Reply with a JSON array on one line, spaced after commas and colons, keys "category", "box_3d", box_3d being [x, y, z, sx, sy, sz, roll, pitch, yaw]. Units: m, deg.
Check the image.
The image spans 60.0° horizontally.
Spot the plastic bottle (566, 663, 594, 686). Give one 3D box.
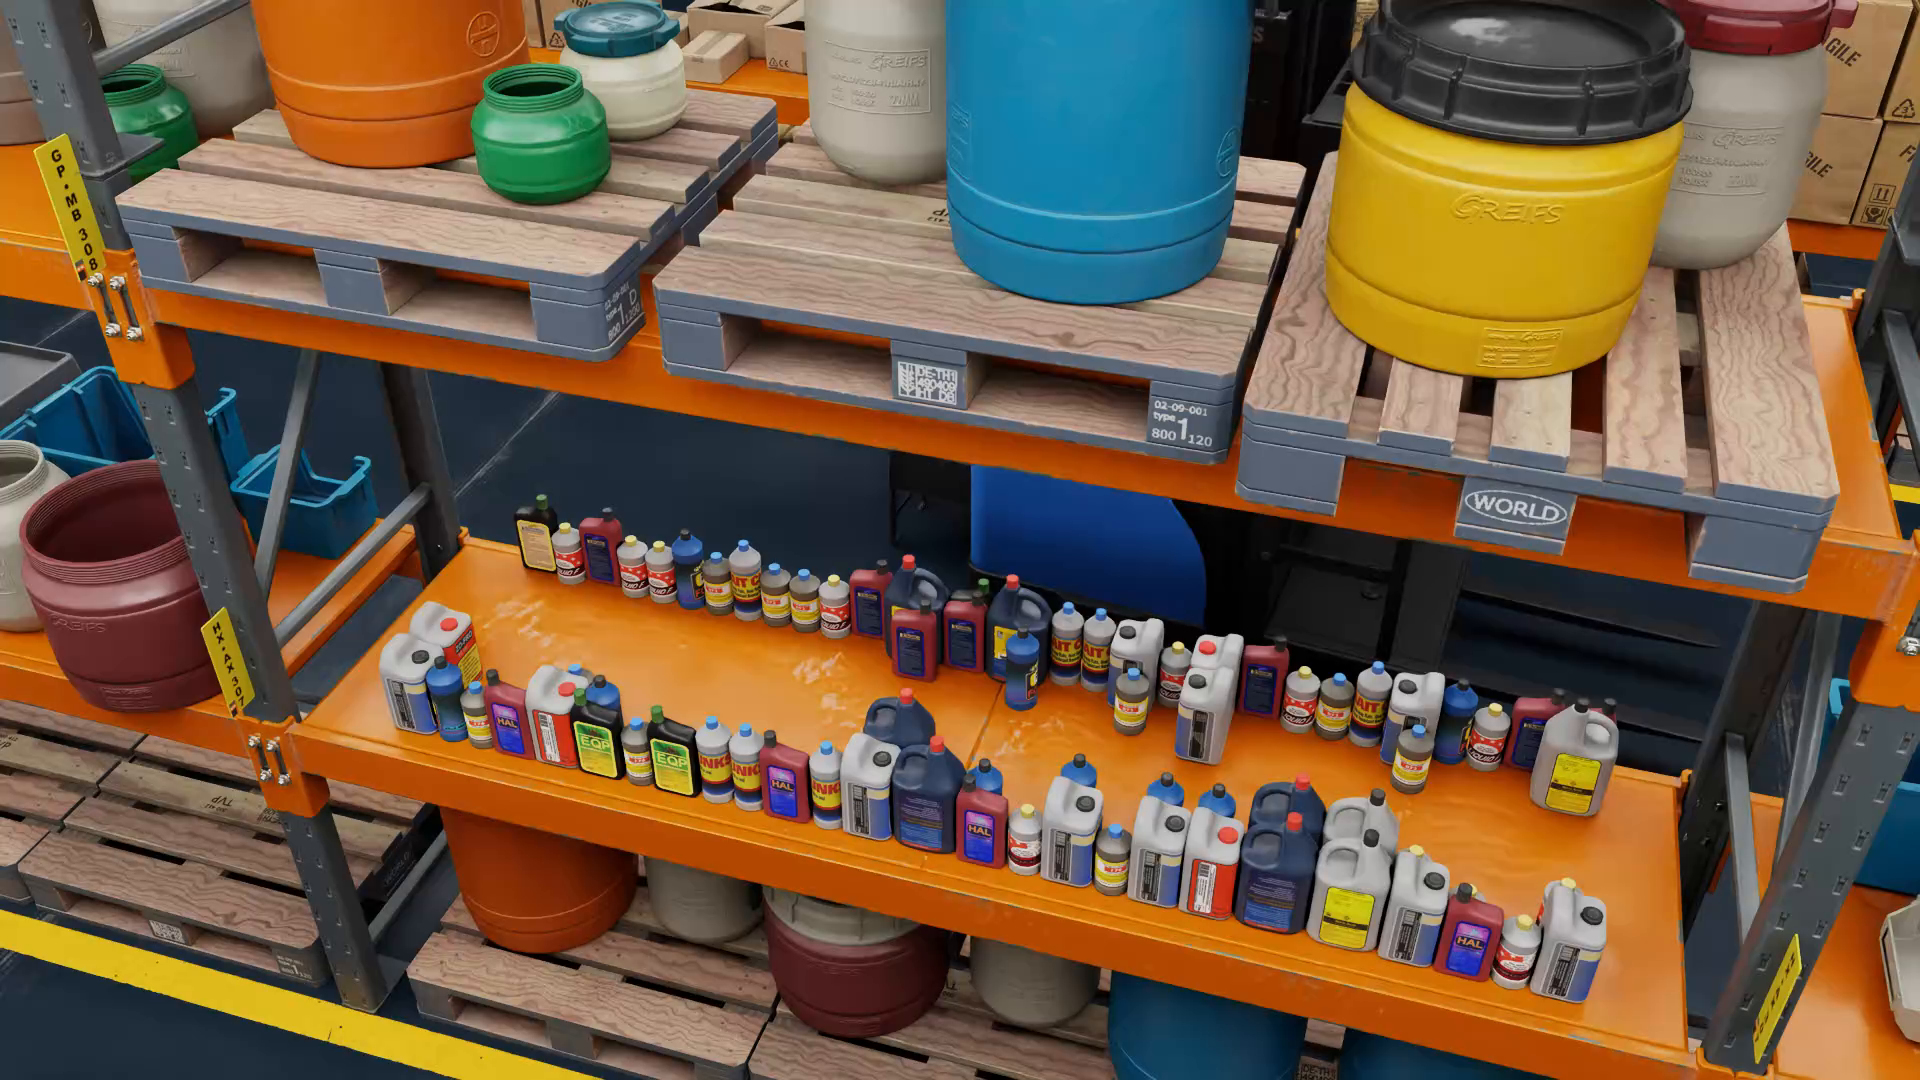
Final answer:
[{"category": "plastic bottle", "box_3d": [-1.095, 0.443, 4.786, 0.097, 0.201, 0.097, 0, 36, 0]}]

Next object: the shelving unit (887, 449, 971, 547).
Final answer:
[{"category": "shelving unit", "box_3d": [-0.017, -0.867, 7.157, 0.503, 2.100, 0.431, 14, 39, 18]}]

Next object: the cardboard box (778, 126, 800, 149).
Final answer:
[{"category": "cardboard box", "box_3d": [-0.805, -2.253, 9.773, 0.500, 0.311, 0.500, 12, 38, 15]}]

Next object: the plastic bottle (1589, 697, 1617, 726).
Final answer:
[{"category": "plastic bottle", "box_3d": [1.722, 0.543, 4.580, 0.133, 0.283, 0.061, 10, 38, 14]}]

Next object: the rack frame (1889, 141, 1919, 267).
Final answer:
[{"category": "rack frame", "box_3d": [1.945, -1.614, 2.351, 0.127, 3.000, 1.000, 10, 38, 14]}]

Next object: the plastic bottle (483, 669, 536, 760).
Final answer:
[{"category": "plastic bottle", "box_3d": [-1.256, 0.486, 4.658, 0.133, 0.283, 0.061, 10, 38, 14]}]

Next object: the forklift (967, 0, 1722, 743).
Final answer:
[{"category": "forklift", "box_3d": [1.599, -0.758, 6.307, 3.031, 2.935, 1.130, 14, 39, 18]}]

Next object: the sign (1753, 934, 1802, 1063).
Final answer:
[{"category": "sign", "box_3d": [1.779, 1.002, 3.625, 0.005, 0.325, 0.100, 10, 38, 14]}]

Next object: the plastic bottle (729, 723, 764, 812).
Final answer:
[{"category": "plastic bottle", "box_3d": [-0.572, 0.606, 4.505, 0.097, 0.271, 0.097, 0, 36, 0]}]

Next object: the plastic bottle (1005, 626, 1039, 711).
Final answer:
[{"category": "plastic bottle", "box_3d": [0.180, 0.363, 4.834, 0.097, 0.271, 0.097, 0, 36, 0]}]

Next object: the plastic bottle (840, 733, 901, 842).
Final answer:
[{"category": "plastic bottle", "box_3d": [-0.233, 0.650, 4.441, 0.135, 0.276, 0.152, 10, 38, 14]}]

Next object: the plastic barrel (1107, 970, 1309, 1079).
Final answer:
[{"category": "plastic barrel", "box_3d": [0.755, 1.247, 4.941, 0.708, 0.901, 0.600, 10, 38, 14]}]

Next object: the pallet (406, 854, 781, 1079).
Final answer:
[{"category": "pallet", "box_3d": [-1.108, 1.334, 5.759, 1.213, 0.211, 1.003, 10, 38, 14]}]

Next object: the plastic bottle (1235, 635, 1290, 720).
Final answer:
[{"category": "plastic bottle", "box_3d": [0.875, 0.386, 4.793, 0.133, 0.283, 0.061, 10, 38, 14]}]

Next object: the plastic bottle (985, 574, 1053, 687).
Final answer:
[{"category": "plastic bottle", "box_3d": [0.175, 0.255, 4.914, 0.185, 0.351, 0.144, 10, 38, 14]}]

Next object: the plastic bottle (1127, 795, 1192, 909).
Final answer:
[{"category": "plastic bottle", "box_3d": [0.514, 0.788, 4.253, 0.135, 0.276, 0.152, 10, 38, 14]}]

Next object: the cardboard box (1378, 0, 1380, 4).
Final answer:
[{"category": "cardboard box", "box_3d": [2.365, -2.505, 8.184, 0.500, 0.500, 0.700, 16, 39, 21]}]

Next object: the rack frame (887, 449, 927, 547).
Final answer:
[{"category": "rack frame", "box_3d": [-0.242, -0.923, 7.232, 0.015, 2.100, 0.400, 14, 39, 18]}]

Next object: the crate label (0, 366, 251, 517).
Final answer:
[{"category": "crate label", "box_3d": [-2.741, -0.247, 5.526, 0.616, 0.435, 0.502, 10, 38, 14]}]

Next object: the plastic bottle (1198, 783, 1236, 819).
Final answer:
[{"category": "plastic bottle", "box_3d": [0.662, 0.740, 4.323, 0.097, 0.271, 0.097, 0, 36, 0]}]

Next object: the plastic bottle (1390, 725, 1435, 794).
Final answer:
[{"category": "plastic bottle", "box_3d": [1.248, 0.594, 4.580, 0.097, 0.201, 0.097, 0, 36, 0]}]

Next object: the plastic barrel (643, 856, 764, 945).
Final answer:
[{"category": "plastic barrel", "box_3d": [-0.835, 1.054, 5.532, 0.421, 0.512, 0.421, 0, 36, 0]}]

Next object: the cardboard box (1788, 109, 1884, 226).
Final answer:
[{"category": "cardboard box", "box_3d": [3.831, -1.796, 7.575, 0.500, 0.500, 0.500, 11, 38, 15]}]

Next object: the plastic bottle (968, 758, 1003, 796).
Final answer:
[{"category": "plastic bottle", "box_3d": [0.065, 0.686, 4.396, 0.097, 0.271, 0.097, 0, 36, 0]}]

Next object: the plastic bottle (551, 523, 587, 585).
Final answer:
[{"category": "plastic bottle", "box_3d": [-1.255, 0.036, 5.338, 0.097, 0.201, 0.097, 0, 36, 0]}]

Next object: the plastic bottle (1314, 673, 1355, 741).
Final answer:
[{"category": "plastic bottle", "box_3d": [1.072, 0.467, 4.752, 0.097, 0.201, 0.097, 0, 36, 0]}]

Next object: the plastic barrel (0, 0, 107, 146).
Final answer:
[{"category": "plastic barrel", "box_3d": [-2.592, -1.582, 4.416, 0.600, 0.901, 0.600, 0, 36, 0]}]

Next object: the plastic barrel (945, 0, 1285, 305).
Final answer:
[{"category": "plastic barrel", "box_3d": [0.270, -0.992, 3.259, 0.708, 0.901, 0.600, 10, 38, 14]}]

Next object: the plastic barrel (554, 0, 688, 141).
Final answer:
[{"category": "plastic barrel", "box_3d": [-0.806, -1.119, 3.972, 0.301, 0.262, 0.301, 0, 36, 0]}]

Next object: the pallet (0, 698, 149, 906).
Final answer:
[{"category": "pallet", "box_3d": [-3.761, 0.843, 6.427, 1.213, 0.211, 1.003, 10, 38, 14]}]

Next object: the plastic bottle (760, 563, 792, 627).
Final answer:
[{"category": "plastic bottle", "box_3d": [-0.570, 0.163, 5.165, 0.097, 0.201, 0.097, 0, 36, 0]}]

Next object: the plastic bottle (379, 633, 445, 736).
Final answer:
[{"category": "plastic bottle", "box_3d": [-1.556, 0.405, 4.774, 0.135, 0.276, 0.152, 10, 38, 14]}]

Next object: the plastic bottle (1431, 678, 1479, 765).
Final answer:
[{"category": "plastic bottle", "box_3d": [1.387, 0.497, 4.652, 0.097, 0.271, 0.097, 0, 36, 0]}]

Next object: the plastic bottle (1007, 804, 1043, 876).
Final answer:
[{"category": "plastic bottle", "box_3d": [0.174, 0.772, 4.338, 0.097, 0.201, 0.097, 0, 36, 0]}]

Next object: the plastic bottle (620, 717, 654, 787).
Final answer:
[{"category": "plastic bottle", "box_3d": [-0.885, 0.576, 4.604, 0.097, 0.201, 0.097, 0, 36, 0]}]

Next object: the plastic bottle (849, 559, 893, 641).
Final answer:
[{"category": "plastic bottle", "box_3d": [-0.269, 0.175, 5.081, 0.133, 0.283, 0.061, 10, 38, 14]}]

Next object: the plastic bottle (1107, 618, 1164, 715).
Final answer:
[{"category": "plastic bottle", "box_3d": [0.512, 0.350, 4.848, 0.135, 0.276, 0.152, 10, 38, 14]}]

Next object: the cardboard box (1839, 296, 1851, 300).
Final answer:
[{"category": "cardboard box", "box_3d": [4.770, -1.021, 8.504, 0.500, 0.311, 0.500, 10, 38, 14]}]

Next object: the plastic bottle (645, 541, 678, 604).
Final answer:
[{"category": "plastic bottle", "box_3d": [-0.942, 0.094, 5.259, 0.097, 0.201, 0.097, 0, 36, 0]}]

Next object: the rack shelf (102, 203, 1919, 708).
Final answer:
[{"category": "rack shelf", "box_3d": [0.036, -0.469, 3.934, 4.000, 0.370, 1.077, 10, 38, 14]}]

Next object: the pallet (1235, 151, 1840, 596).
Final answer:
[{"category": "pallet", "box_3d": [1.168, -0.413, 3.409, 1.003, 0.211, 1.213, 10, 38, 14]}]

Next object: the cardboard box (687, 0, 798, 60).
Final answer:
[{"category": "cardboard box", "box_3d": [-1.188, -2.938, 9.287, 0.500, 0.311, 0.500, 10, 38, 13]}]

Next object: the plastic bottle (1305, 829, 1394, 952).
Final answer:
[{"category": "plastic bottle", "box_3d": [0.970, 0.845, 4.113, 0.185, 0.351, 0.144, 10, 38, 14]}]

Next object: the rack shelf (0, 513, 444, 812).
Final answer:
[{"category": "rack shelf", "box_3d": [-3.782, 0.032, 5.783, 4.000, 0.370, 1.077, 10, 38, 14]}]

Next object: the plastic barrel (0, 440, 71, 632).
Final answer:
[{"category": "plastic barrel", "box_3d": [-2.918, -0.011, 5.140, 0.421, 0.512, 0.421, 0, 36, 0]}]

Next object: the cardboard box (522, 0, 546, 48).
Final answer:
[{"category": "cardboard box", "box_3d": [-2.501, -3.127, 9.384, 0.500, 0.500, 0.500, 11, 38, 14]}]

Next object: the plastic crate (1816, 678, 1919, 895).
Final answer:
[{"category": "plastic crate", "box_3d": [2.492, 0.674, 4.266, 0.575, 0.384, 0.392, 10, 38, 14]}]

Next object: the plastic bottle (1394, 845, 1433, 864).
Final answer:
[{"category": "plastic bottle", "box_3d": [1.143, 0.857, 4.222, 0.097, 0.201, 0.097, 0, 36, 0]}]

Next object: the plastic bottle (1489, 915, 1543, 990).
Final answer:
[{"category": "plastic bottle", "box_3d": [1.354, 0.991, 4.041, 0.097, 0.201, 0.097, 0, 36, 0]}]

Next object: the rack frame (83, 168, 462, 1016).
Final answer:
[{"category": "rack frame", "box_3d": [-1.873, 0.095, 5.090, 0.127, 3.000, 1.000, 10, 38, 14]}]
